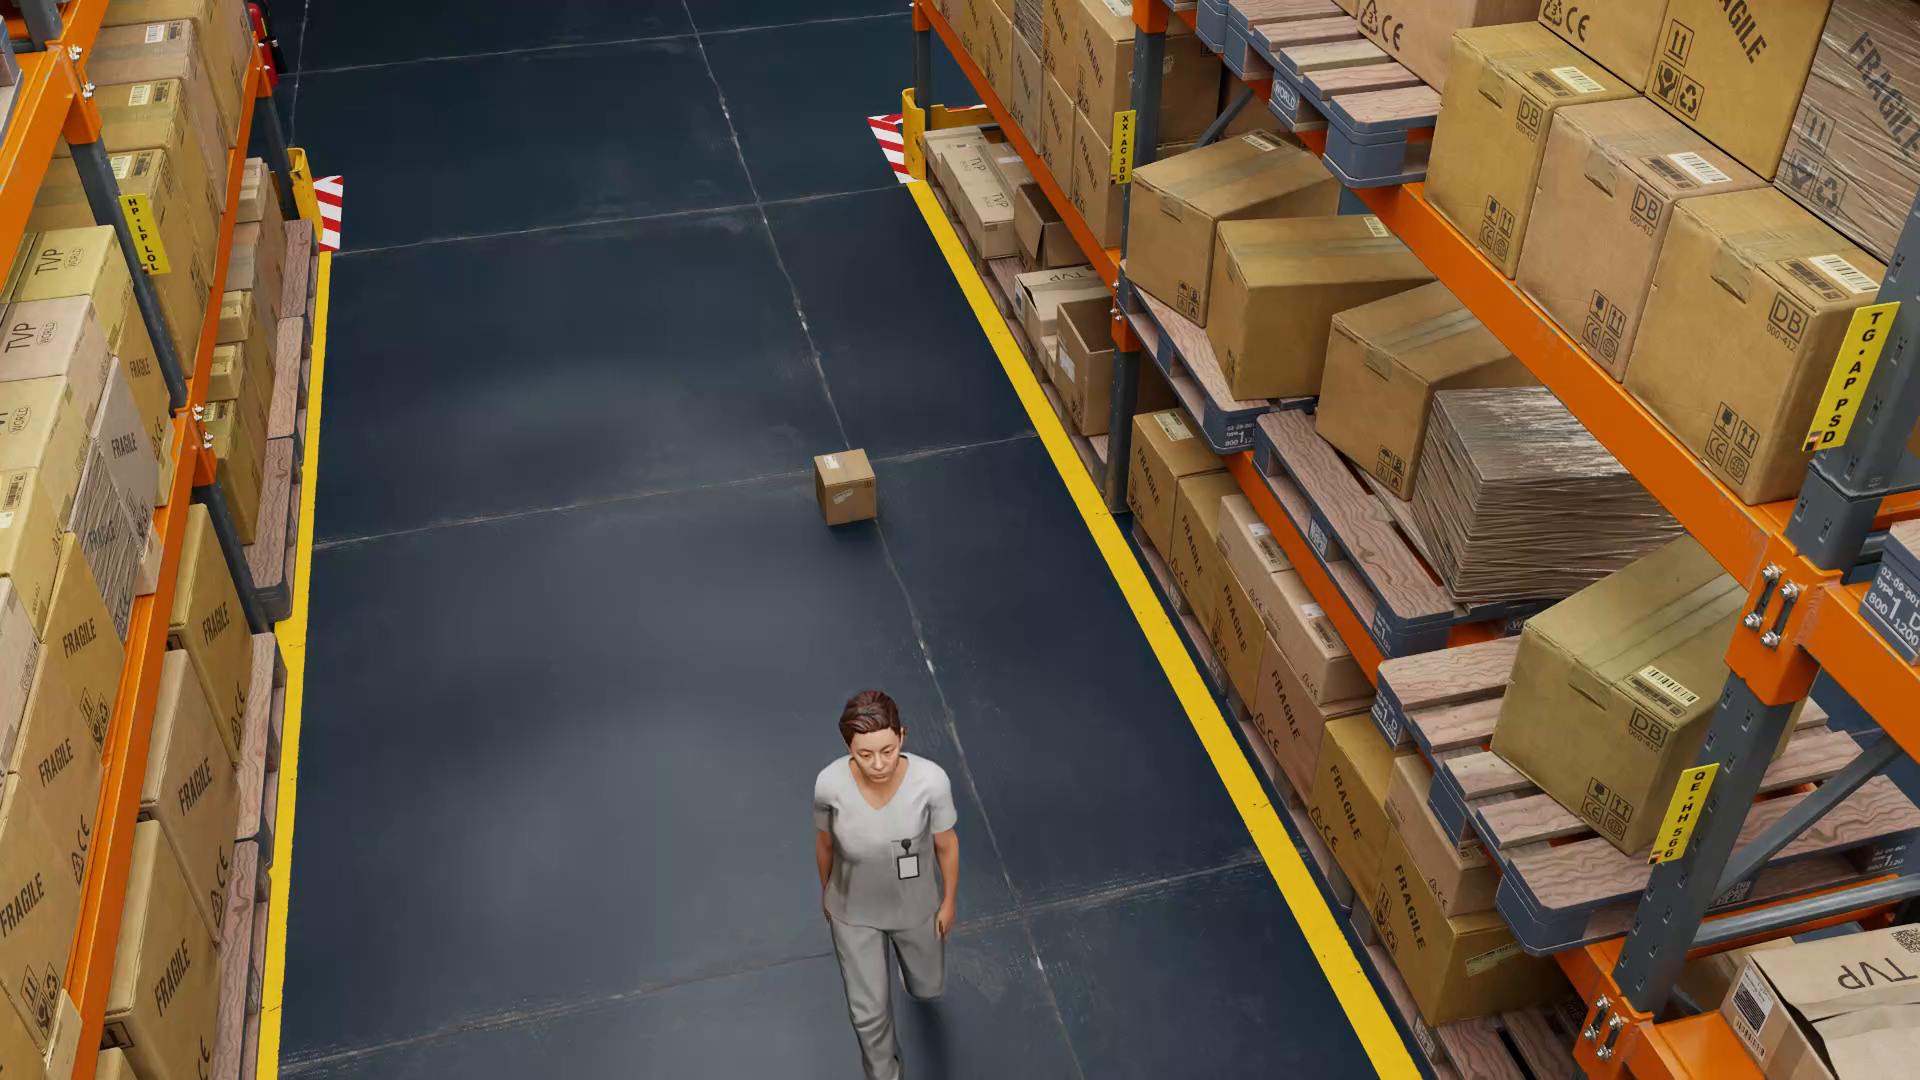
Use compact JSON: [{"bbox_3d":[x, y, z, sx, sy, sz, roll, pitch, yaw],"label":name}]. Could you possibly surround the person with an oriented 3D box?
[{"bbox_3d":[-0.228,1.114,5.291,0.450,1.641,0.786,-1,38,-1],"label":"person"}]
